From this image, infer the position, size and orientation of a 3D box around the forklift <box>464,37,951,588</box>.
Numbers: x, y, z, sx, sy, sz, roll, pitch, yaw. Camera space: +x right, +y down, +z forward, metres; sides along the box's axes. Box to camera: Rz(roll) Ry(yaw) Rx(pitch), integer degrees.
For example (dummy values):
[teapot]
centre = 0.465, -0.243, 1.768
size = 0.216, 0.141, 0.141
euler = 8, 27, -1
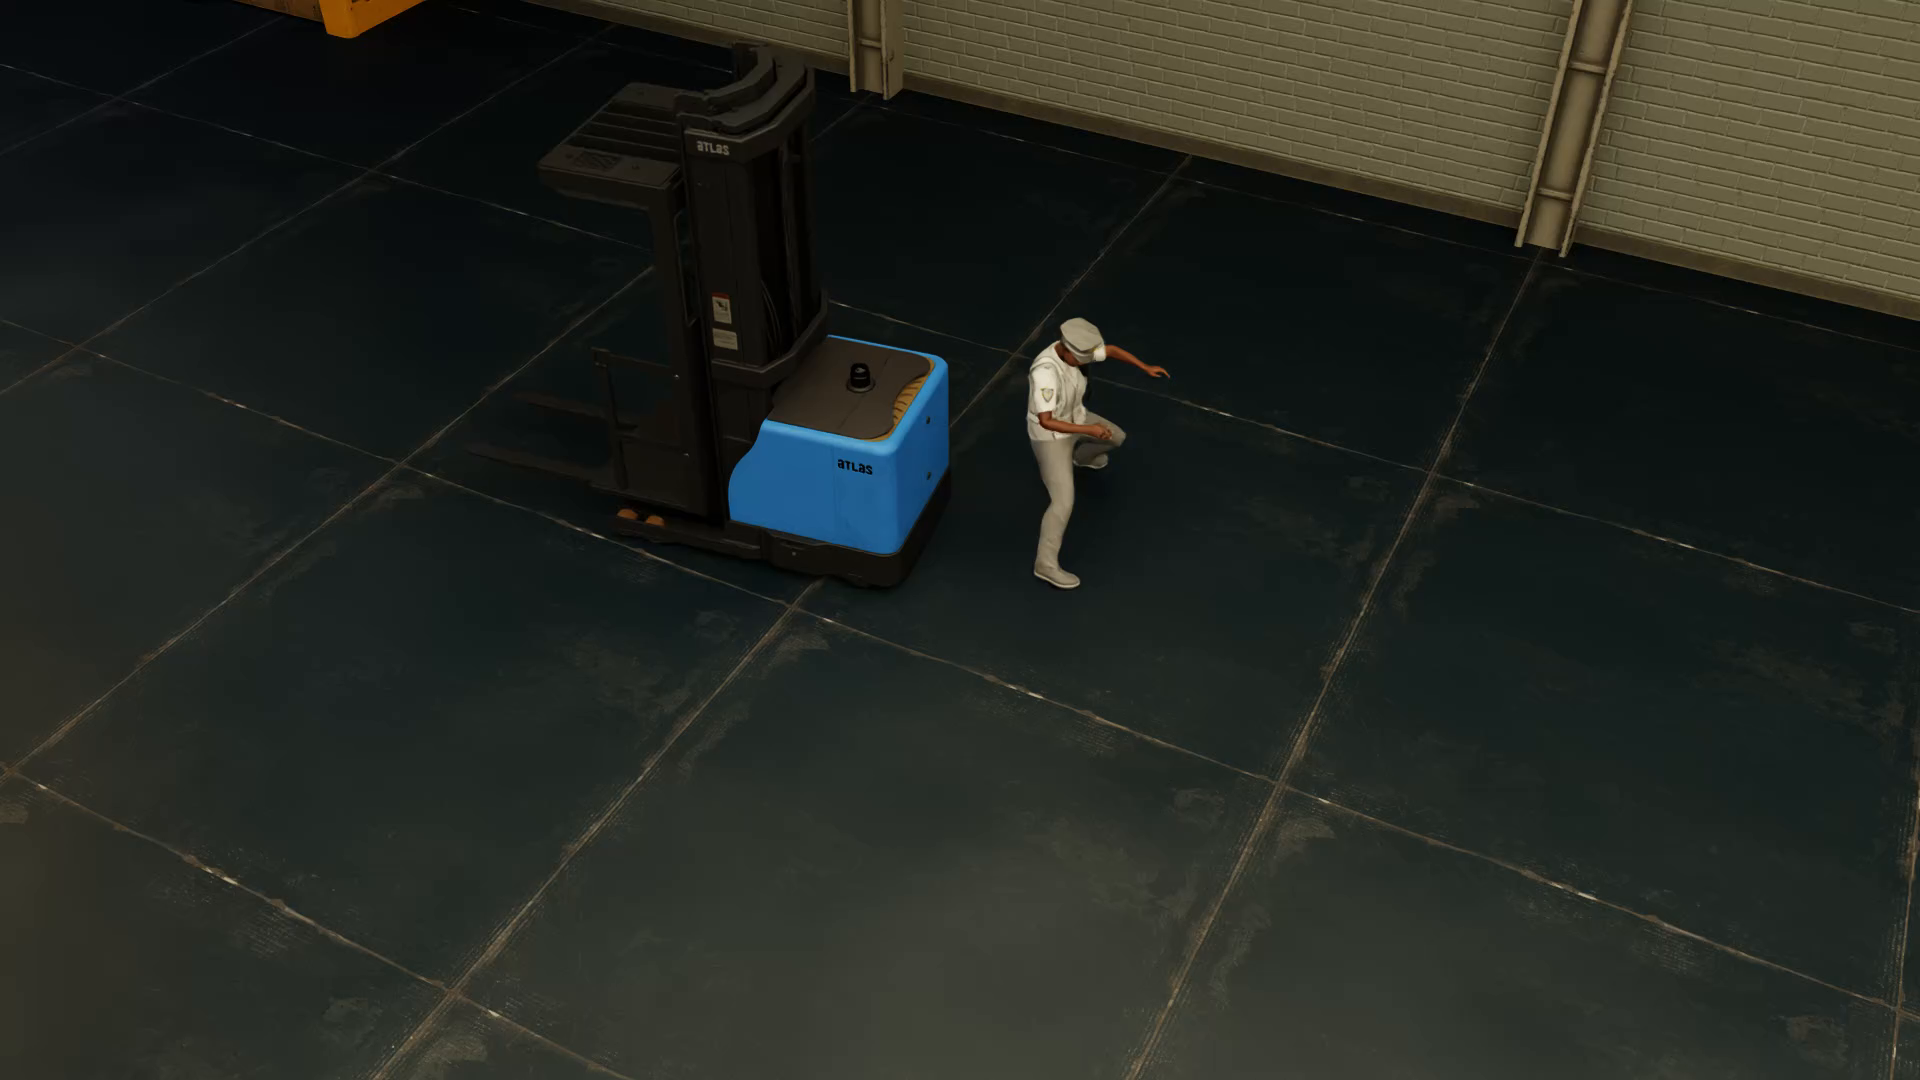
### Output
[forklift]
centre = -1.629, -1.412, 9.664
size = 3.031, 2.935, 1.130
euler = 13, 42, 15

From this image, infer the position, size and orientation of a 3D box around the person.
[person]
centre = 0.750, -0.668, 9.928
size = 0.681, 1.438, 1.224
euler = 26, 46, 27
